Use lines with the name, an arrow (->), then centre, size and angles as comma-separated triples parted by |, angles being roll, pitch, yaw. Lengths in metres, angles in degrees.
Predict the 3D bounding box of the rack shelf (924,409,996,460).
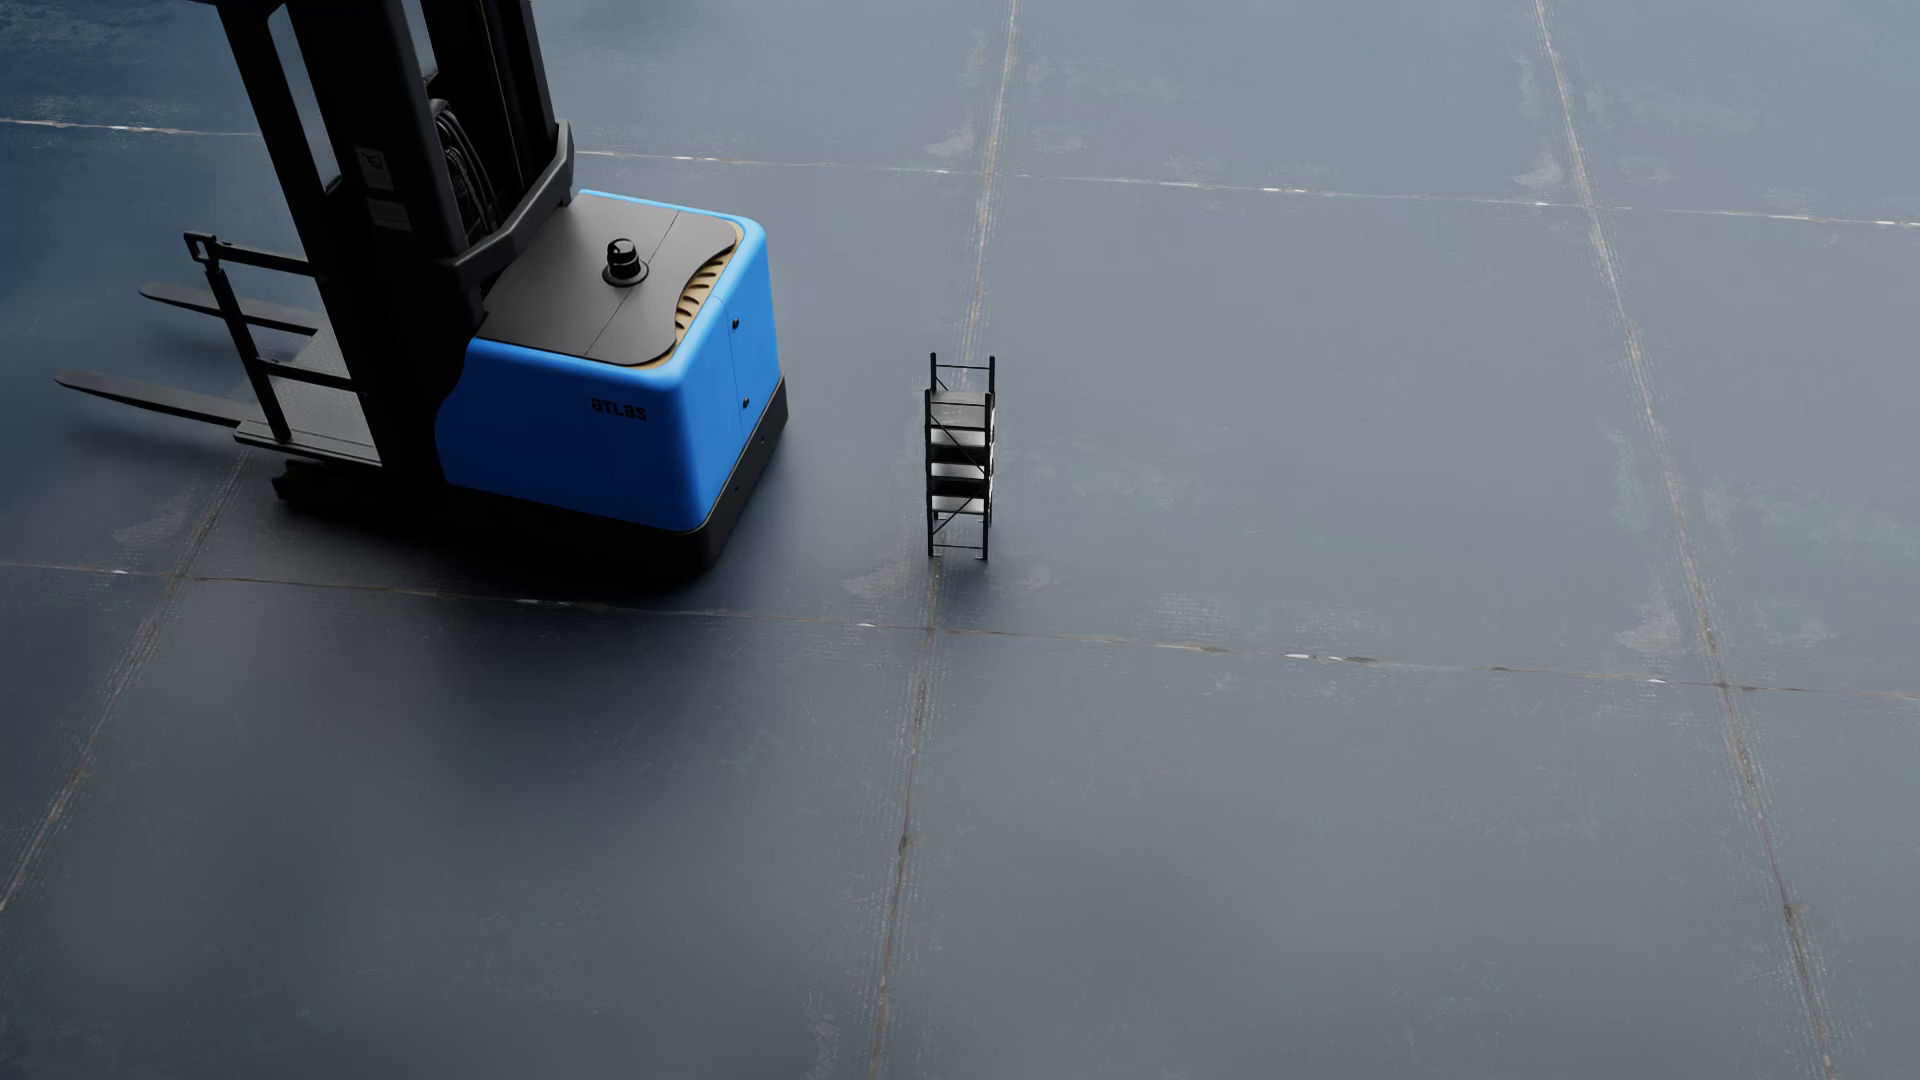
rack shelf -> 0.001, -0.409, 6.315 | 0.258, 0.077, 0.200 | 4, 48, 4

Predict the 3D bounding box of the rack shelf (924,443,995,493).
rack shelf -> 0.001, -0.287, 6.448 | 0.258, 0.077, 0.200 | 4, 48, 4

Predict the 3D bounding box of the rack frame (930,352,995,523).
rack frame -> 0.010, -0.384, 6.492 | 0.240, 0.900, 0.006 | 4, 48, 4

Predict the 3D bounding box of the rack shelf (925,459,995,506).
rack shelf -> 0.001, -0.226, 6.514 | 0.258, 0.077, 0.200 | 4, 48, 4

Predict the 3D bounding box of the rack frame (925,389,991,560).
rack frame -> -0.009, -0.235, 6.355 | 0.240, 0.900, 0.006 | 4, 48, 4

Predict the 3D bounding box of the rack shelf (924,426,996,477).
rack shelf -> 0.001, -0.348, 6.382 | 0.258, 0.077, 0.200 | 4, 48, 4

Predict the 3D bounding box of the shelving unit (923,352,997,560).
shelving unit -> 0.001, -0.310, 6.423 | 0.258, 0.900, 0.210 | 4, 48, 4

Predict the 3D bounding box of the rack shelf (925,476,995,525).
rack shelf -> 0.001, -0.166, 6.581 | 0.258, 0.077, 0.200 | 4, 48, 4

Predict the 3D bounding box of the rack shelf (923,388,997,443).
rack shelf -> 0.001, -0.469, 6.249 | 0.258, 0.077, 0.200 | 4, 48, 4

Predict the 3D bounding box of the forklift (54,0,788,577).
forklift -> -2.312, -1.457, 6.096 | 3.031, 2.935, 1.130 | 12, 49, 11
